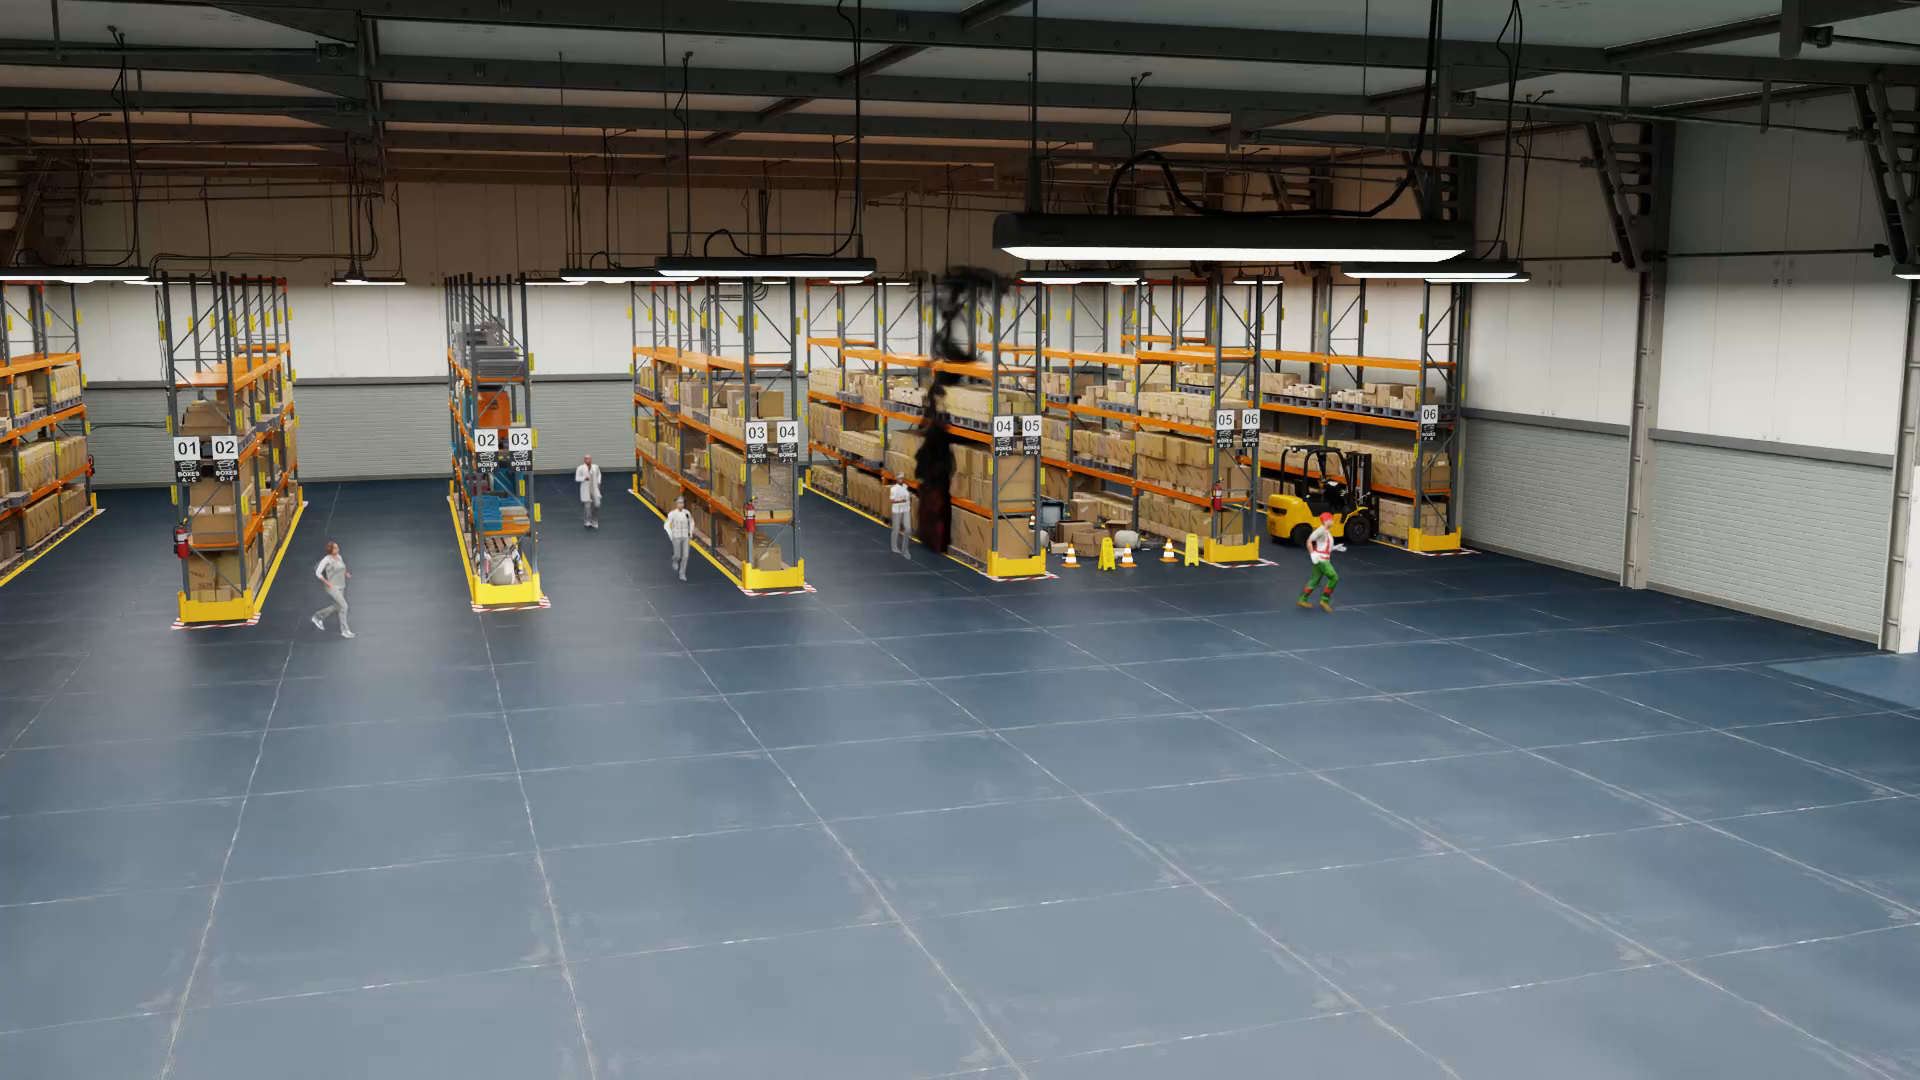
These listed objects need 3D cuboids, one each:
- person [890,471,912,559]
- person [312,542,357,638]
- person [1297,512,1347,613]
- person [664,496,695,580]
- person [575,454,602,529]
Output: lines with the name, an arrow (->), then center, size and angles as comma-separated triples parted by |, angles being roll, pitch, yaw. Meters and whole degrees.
person -> -1.181, -0.510, 34.108 | 0.553, 1.795, 0.666 | -5, 10, -29
person -> -10.376, 0.813, 27.495 | 0.777, 1.600, 0.530 | 2, 9, 10
person -> 6.452, 0.396, 29.657 | 0.838, 1.809, 0.565 | 3, 9, 16
person -> -5.556, -0.057, 33.050 | 0.620, 1.664, 0.624 | -3, 9, -21
person -> -8.867, -1.152, 39.901 | 0.687, 1.805, 0.734 | -5, 10, -28
